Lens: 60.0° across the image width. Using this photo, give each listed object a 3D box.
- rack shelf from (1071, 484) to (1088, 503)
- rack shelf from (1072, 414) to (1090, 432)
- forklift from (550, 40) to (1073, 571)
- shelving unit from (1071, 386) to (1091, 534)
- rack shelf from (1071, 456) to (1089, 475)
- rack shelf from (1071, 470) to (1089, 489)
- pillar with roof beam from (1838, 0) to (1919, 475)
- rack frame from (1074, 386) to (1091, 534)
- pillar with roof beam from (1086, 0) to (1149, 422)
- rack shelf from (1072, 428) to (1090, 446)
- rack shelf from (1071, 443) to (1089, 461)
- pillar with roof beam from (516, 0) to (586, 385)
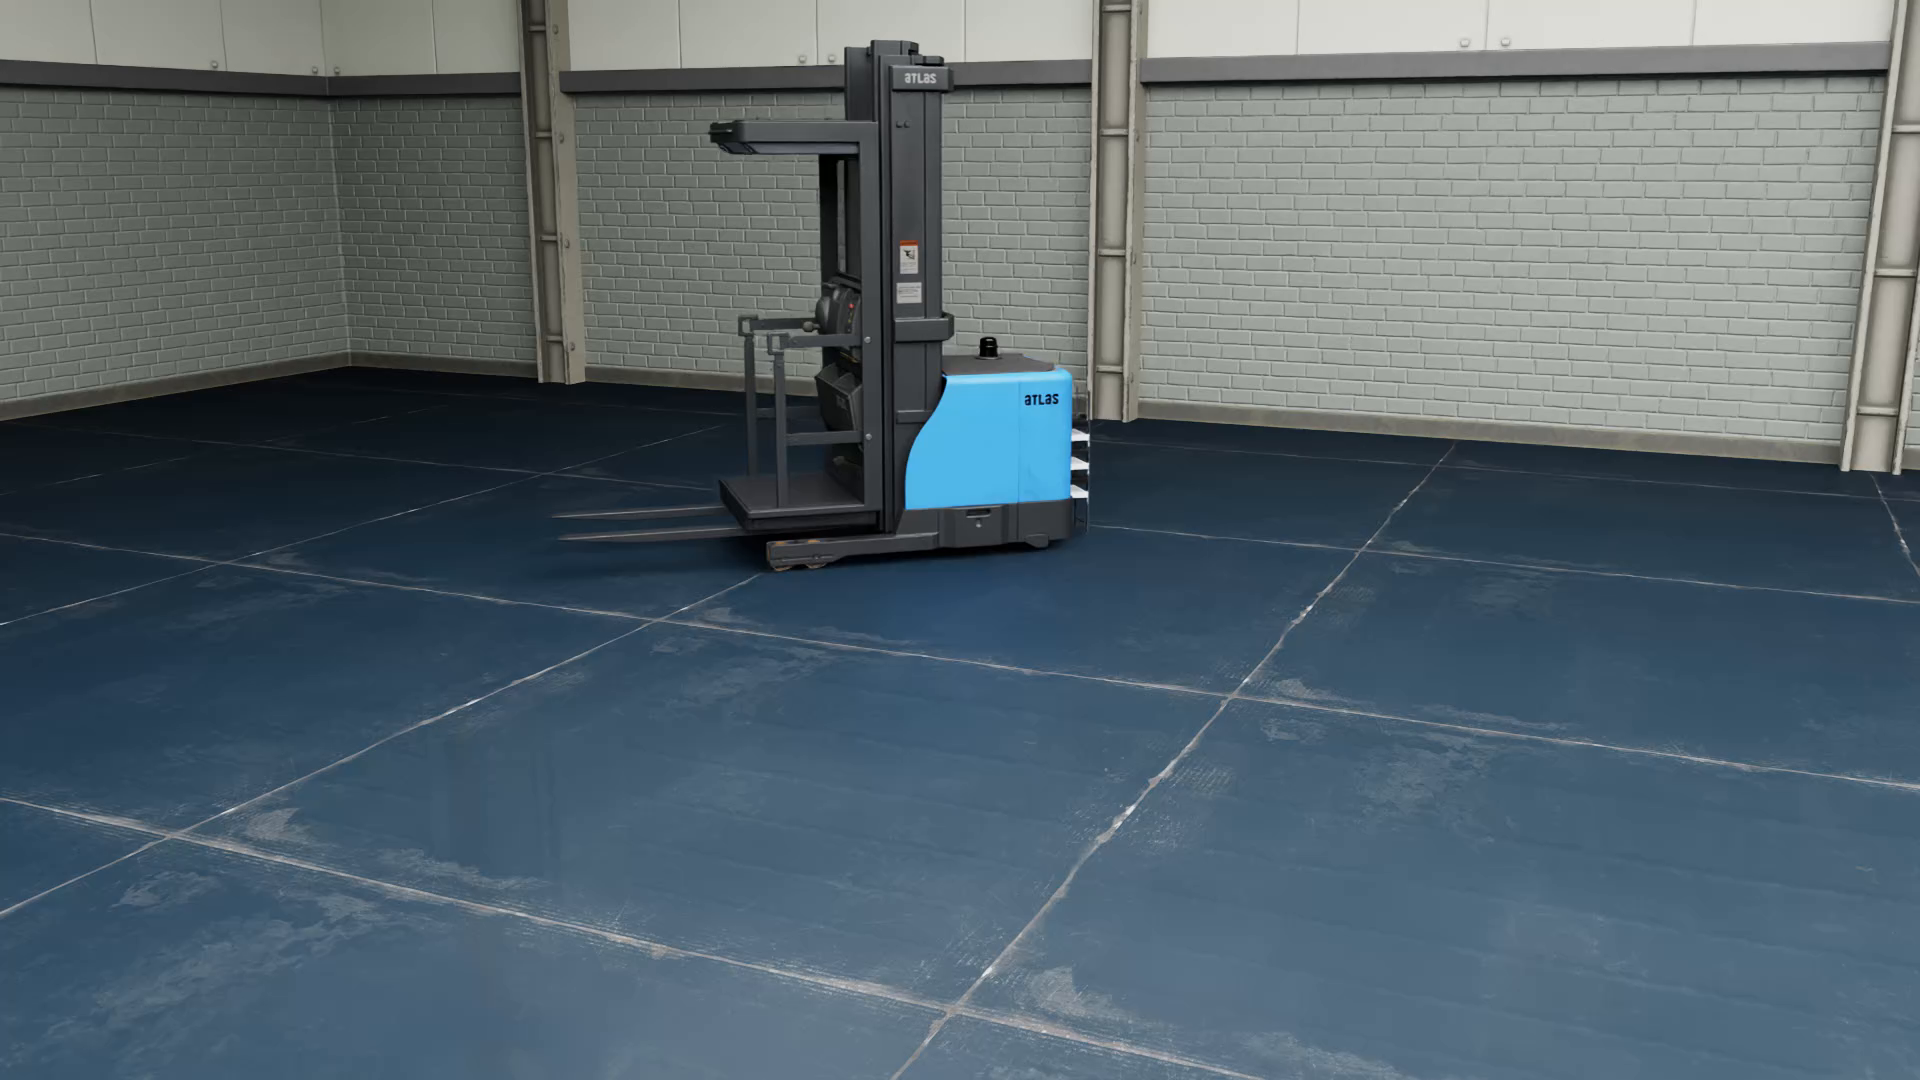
[{"bbox_3d":[0.668,-0.287,10.440,0.200,0.077,0.258,-4,14,-16],"label":"rack shelf"},{"bbox_3d":[0.668,-0.725,10.337,0.200,0.077,0.258,-4,14,-16],"label":"rack shelf"},{"bbox_3d":[-0.896,-1.384,9.735,3.031,2.935,1.130,-4,14,-16],"label":"forklift"},{"bbox_3d":[0.668,-0.494,10.391,0.210,0.900,0.258,-4,14,-16],"label":"shelving unit"},{"bbox_3d":[0.668,-0.462,10.399,0.200,0.077,0.258,-4,14,-16],"label":"rack shelf"},{"bbox_3d":[0.668,-0.374,10.419,0.200,0.077,0.258,-4,14,-16],"label":"rack shelf"},{"bbox_3d":[5.104,-4.015,7.668,0.400,9.000,9.100,6,14,23],"label":"pillar with roof beam"},{"bbox_3d":[0.765,-0.501,10.419,0.006,0.900,0.240,-4,14,-16],"label":"rack frame"},{"bbox_3d":[-0.382,-4.570,10.034,0.400,9.000,9.100,6,14,23],"label":"pillar with roof beam"},{"bbox_3d":[0.668,-0.637,10.358,0.200,0.077,0.258,-4,14,-16],"label":"rack shelf"},{"bbox_3d":[0.668,-0.549,10.378,0.200,0.077,0.258,-4,14,-16],"label":"rack shelf"},{"bbox_3d":[-5.868,-5.126,12.400,0.400,9.000,9.100,6,14,23],"label":"pillar with roof beam"}]
